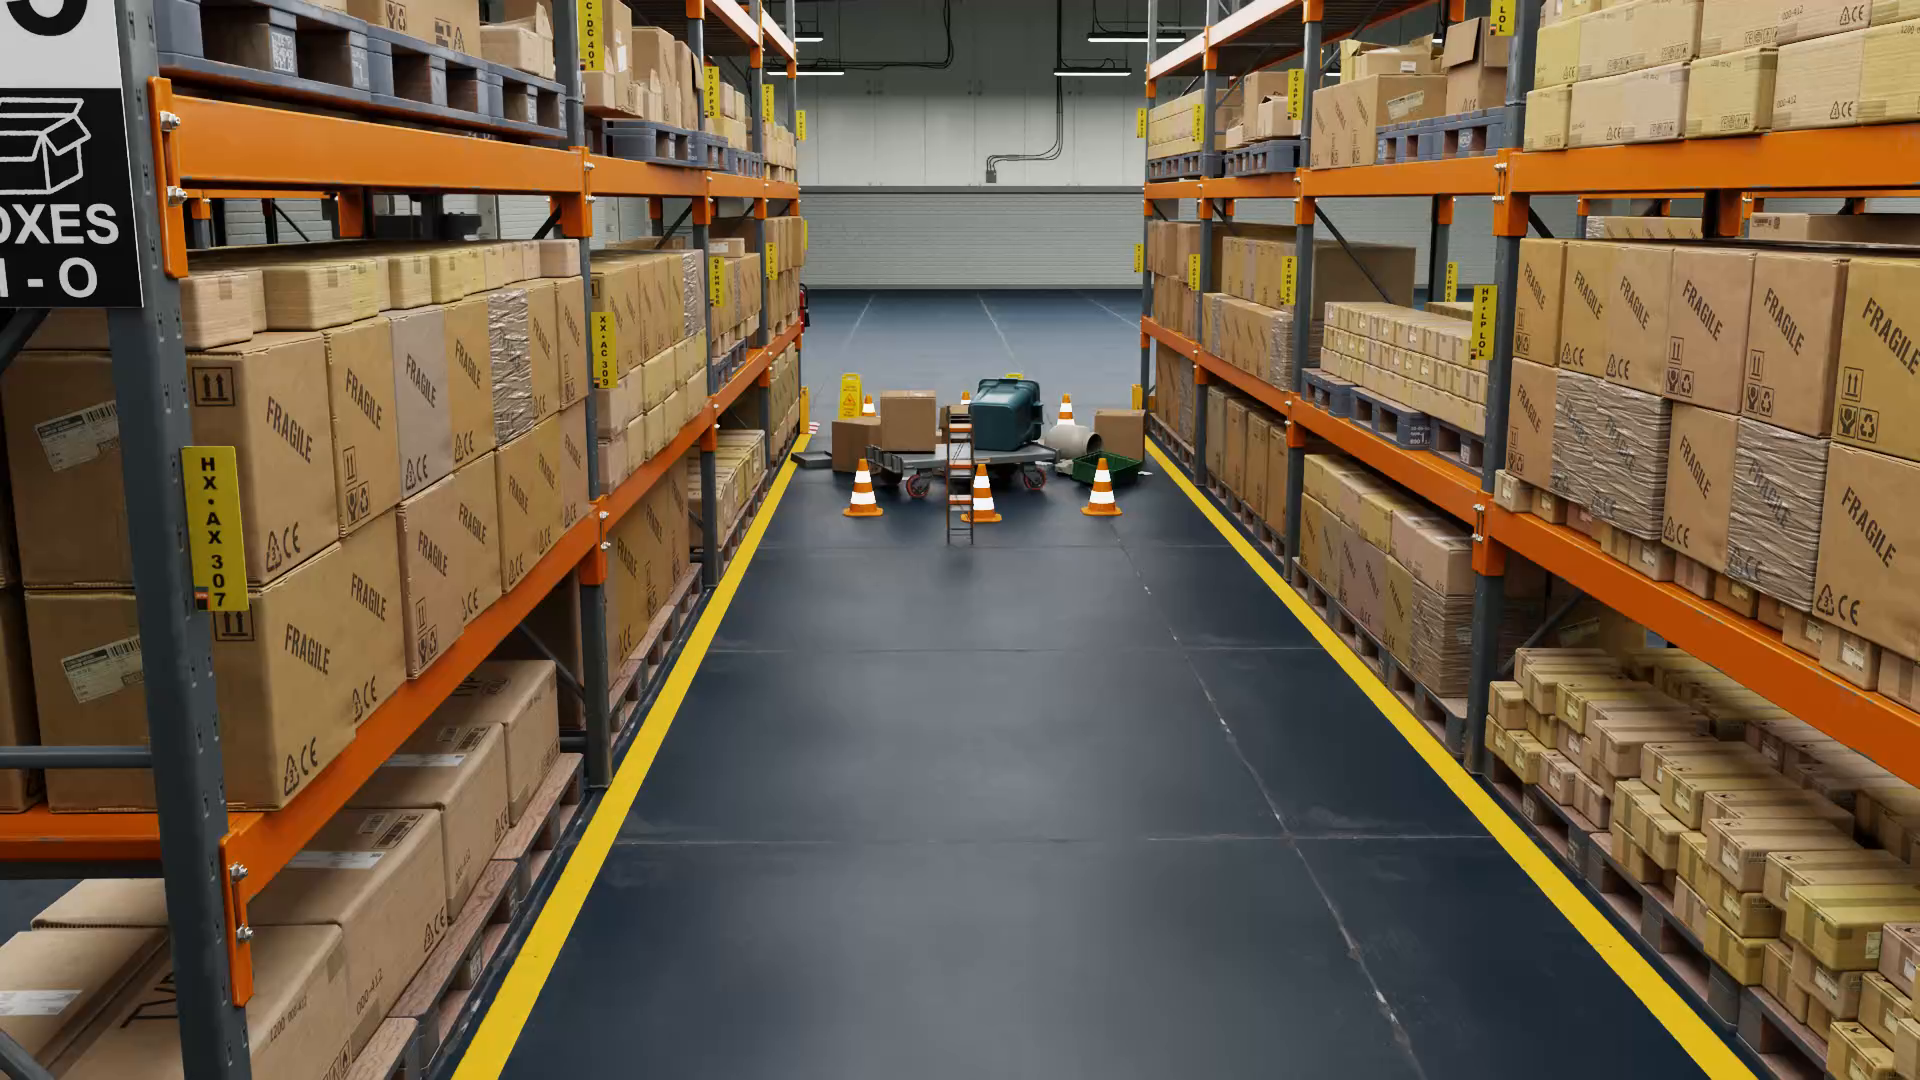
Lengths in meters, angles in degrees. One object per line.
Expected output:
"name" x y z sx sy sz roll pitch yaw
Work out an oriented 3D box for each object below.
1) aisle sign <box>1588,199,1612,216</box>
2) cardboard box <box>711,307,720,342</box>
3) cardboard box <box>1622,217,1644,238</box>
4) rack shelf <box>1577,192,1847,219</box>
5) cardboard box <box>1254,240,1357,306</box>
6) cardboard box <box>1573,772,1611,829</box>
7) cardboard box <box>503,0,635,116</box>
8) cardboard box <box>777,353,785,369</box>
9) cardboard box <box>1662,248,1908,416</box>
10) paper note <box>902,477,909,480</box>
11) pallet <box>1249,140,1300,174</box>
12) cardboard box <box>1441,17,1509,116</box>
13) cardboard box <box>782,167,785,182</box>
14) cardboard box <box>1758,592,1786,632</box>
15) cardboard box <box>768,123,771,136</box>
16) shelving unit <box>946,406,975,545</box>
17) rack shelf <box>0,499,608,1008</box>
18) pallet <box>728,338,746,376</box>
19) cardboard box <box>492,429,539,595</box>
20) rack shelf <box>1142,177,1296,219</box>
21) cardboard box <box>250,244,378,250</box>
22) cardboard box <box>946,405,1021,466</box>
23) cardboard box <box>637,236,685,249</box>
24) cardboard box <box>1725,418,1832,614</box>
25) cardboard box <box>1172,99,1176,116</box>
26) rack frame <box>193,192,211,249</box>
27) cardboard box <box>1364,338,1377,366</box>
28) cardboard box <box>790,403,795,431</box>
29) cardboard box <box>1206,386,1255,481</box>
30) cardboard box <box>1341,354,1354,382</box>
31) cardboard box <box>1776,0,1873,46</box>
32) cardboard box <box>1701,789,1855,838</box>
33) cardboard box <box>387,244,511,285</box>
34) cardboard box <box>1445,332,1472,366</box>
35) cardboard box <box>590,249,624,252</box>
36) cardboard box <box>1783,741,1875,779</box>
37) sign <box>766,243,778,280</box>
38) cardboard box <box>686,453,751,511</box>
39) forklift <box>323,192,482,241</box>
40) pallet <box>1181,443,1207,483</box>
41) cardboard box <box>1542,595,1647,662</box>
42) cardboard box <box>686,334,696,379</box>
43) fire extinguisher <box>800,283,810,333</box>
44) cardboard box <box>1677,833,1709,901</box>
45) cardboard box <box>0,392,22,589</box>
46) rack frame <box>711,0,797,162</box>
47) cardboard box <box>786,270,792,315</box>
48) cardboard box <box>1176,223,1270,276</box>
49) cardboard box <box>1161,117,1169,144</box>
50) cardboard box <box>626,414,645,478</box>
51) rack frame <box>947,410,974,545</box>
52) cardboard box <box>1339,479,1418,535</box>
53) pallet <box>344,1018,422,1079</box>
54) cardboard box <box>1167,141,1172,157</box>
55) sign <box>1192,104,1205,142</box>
"aisle sign" 7.271 -4.063 19.002 0.394 0.787 0.004 0 11 -1
"cardboard box" -1.948 -1.638 11.531 0.500 0.500 0.500 -1 11 -3
"cardboard box" 7.326 -3.153 17.543 0.500 0.500 0.500 0 11 -1
"rack shelf" 7.613 -3.498 17.020 1.077 0.370 4.000 0 11 -1
"cardboard box" 2.742 -2.119 13.196 0.700 0.500 0.500 0 11 -2
"cardboard box" 2.663 1.025 6.574 0.380 0.149 0.250 0 11 -2
"cardboard box" -1.816 -2.253 7.767 0.500 0.500 0.500 0 11 -2
"cardboard box" -1.959 -1.785 16.653 0.380 0.149 0.250 0 11 2
"cardboard box" 2.639 -0.681 5.356 0.500 0.500 0.500 -1 11 -3
"paper note" -0.558 -0.599 15.935 0.148 0.019 0.142 0 11 -1
"pallet" 2.710 -2.692 11.716 1.213 0.211 1.003 0 11 1
"cardboard box" 2.958 -2.426 8.613 0.797 0.503 0.637 0 11 -2
"cardboard box" -1.973 -3.709 16.884 0.380 0.149 0.250 0 11 -2
"cardboard box" 2.714 0.206 5.130 0.380 0.149 0.250 -1 11 -4
"cardboard box" -1.964 -3.848 15.562 0.380 0.149 0.250 -1 11 -3
"shelving unit" 0.001 -0.504 12.902 0.215 1.050 0.252 0 11 -1
"rack shelf" -2.047 0.399 5.359 1.077 0.370 4.000 0 11 -1
"pallet" -2.252 -1.446 13.125 1.003 0.211 1.213 0 11 -1
"cardboard box" -1.782 -0.107 5.792 0.500 0.500 0.500 0 11 -2
"rack shelf" 2.652 -3.497 17.018 1.077 0.370 4.000 0 11 -1
"cardboard box" -2.328 -0.993 6.014 0.380 0.149 0.250 0 11 -2
"cardboard box" 0.259 -1.055 16.654 0.797 0.637 0.503 0 11 -1
"cardboard box" -2.597 -2.565 14.472 0.380 0.149 0.250 0 11 -1
"cardboard box" 2.649 -0.083 4.924 0.500 0.500 0.500 0 11 -1
"cardboard box" 2.336 -4.348 16.721 0.380 0.149 0.250 0 11 0
"rack frame" -7.216 -1.921 14.982 1.000 3.000 0.127 0 11 -1
"cardboard box" 2.612 -1.112 9.824 0.380 0.149 0.250 0 11 -1
"cardboard box" -2.047 -1.333 17.943 0.500 0.250 0.500 0 11 -1
"cardboard box" 2.796 -0.962 14.861 1.050 0.750 0.750 0 11 -1
"cardboard box" 2.595 -1.073 10.379 0.380 0.149 0.250 0 11 2
"cardboard box" 2.658 -1.532 4.644 0.500 0.250 0.500 0 11 0
"cardboard box" 2.699 0.940 5.500 0.380 0.149 0.250 -1 11 -3
"cardboard box" -1.848 -0.996 6.026 0.380 0.149 0.250 0 11 -2
"cardboard box" 2.646 -0.950 8.277 0.380 0.149 0.250 -1 11 -3
"cardboard box" -2.405 -1.587 10.569 0.500 0.500 0.500 -1 11 -3
"cardboard box" 3.227 0.836 6.009 0.380 0.149 0.250 -1 11 -3
"sign" -1.698 -2.512 14.986 0.100 0.325 0.005 0 11 -1
"cardboard box" -2.206 -0.474 13.406 0.950 0.372 0.625 0 11 1
"forklift" -4.826 -1.828 14.697 1.130 2.935 3.031 0 11 -2
"pallet" 2.756 -0.767 16.309 1.003 0.211 1.213 0 11 -1
"cardboard box" 3.109 0.479 8.383 0.500 0.500 0.500 0 11 1
"cardboard box" -1.892 -1.121 10.160 0.500 0.250 0.500 -1 11 -3
"fire extinguisher" -1.878 -2.724 19.135 0.296 0.674 0.183 0 11 -1
"cardboard box" 2.623 1.088 5.519 0.380 0.149 0.250 0 11 2
"cardboard box" -2.253 -0.190 3.686 0.500 0.500 0.500 0 11 1
"rack frame" -2.336 -5.677 18.409 1.000 3.000 0.127 0 11 -1
"cardboard box" -2.037 -2.626 17.459 0.500 0.500 0.500 0 11 -1
"cardboard box" 2.700 -2.980 17.113 0.875 0.550 0.500 0 11 -1
"cardboard box" 2.387 -4.276 17.370 0.500 0.250 0.500 0 11 -2
"cardboard box" -1.845 -0.469 8.206 0.500 0.250 0.500 -1 11 -3
"rack frame" 0.004 -0.480 12.783 0.200 1.050 0.008 0 11 -1
"cardboard box" 2.556 -0.198 9.836 0.500 0.250 0.500 0 11 -1
"pallet" -2.100 1.652 4.387 1.003 0.211 1.213 0 11 -1
"cardboard box" 2.330 -4.008 17.051 0.380 0.149 0.250 0 11 -1
"sign" 2.139 -3.742 14.915 0.100 0.325 0.005 0 11 -1
